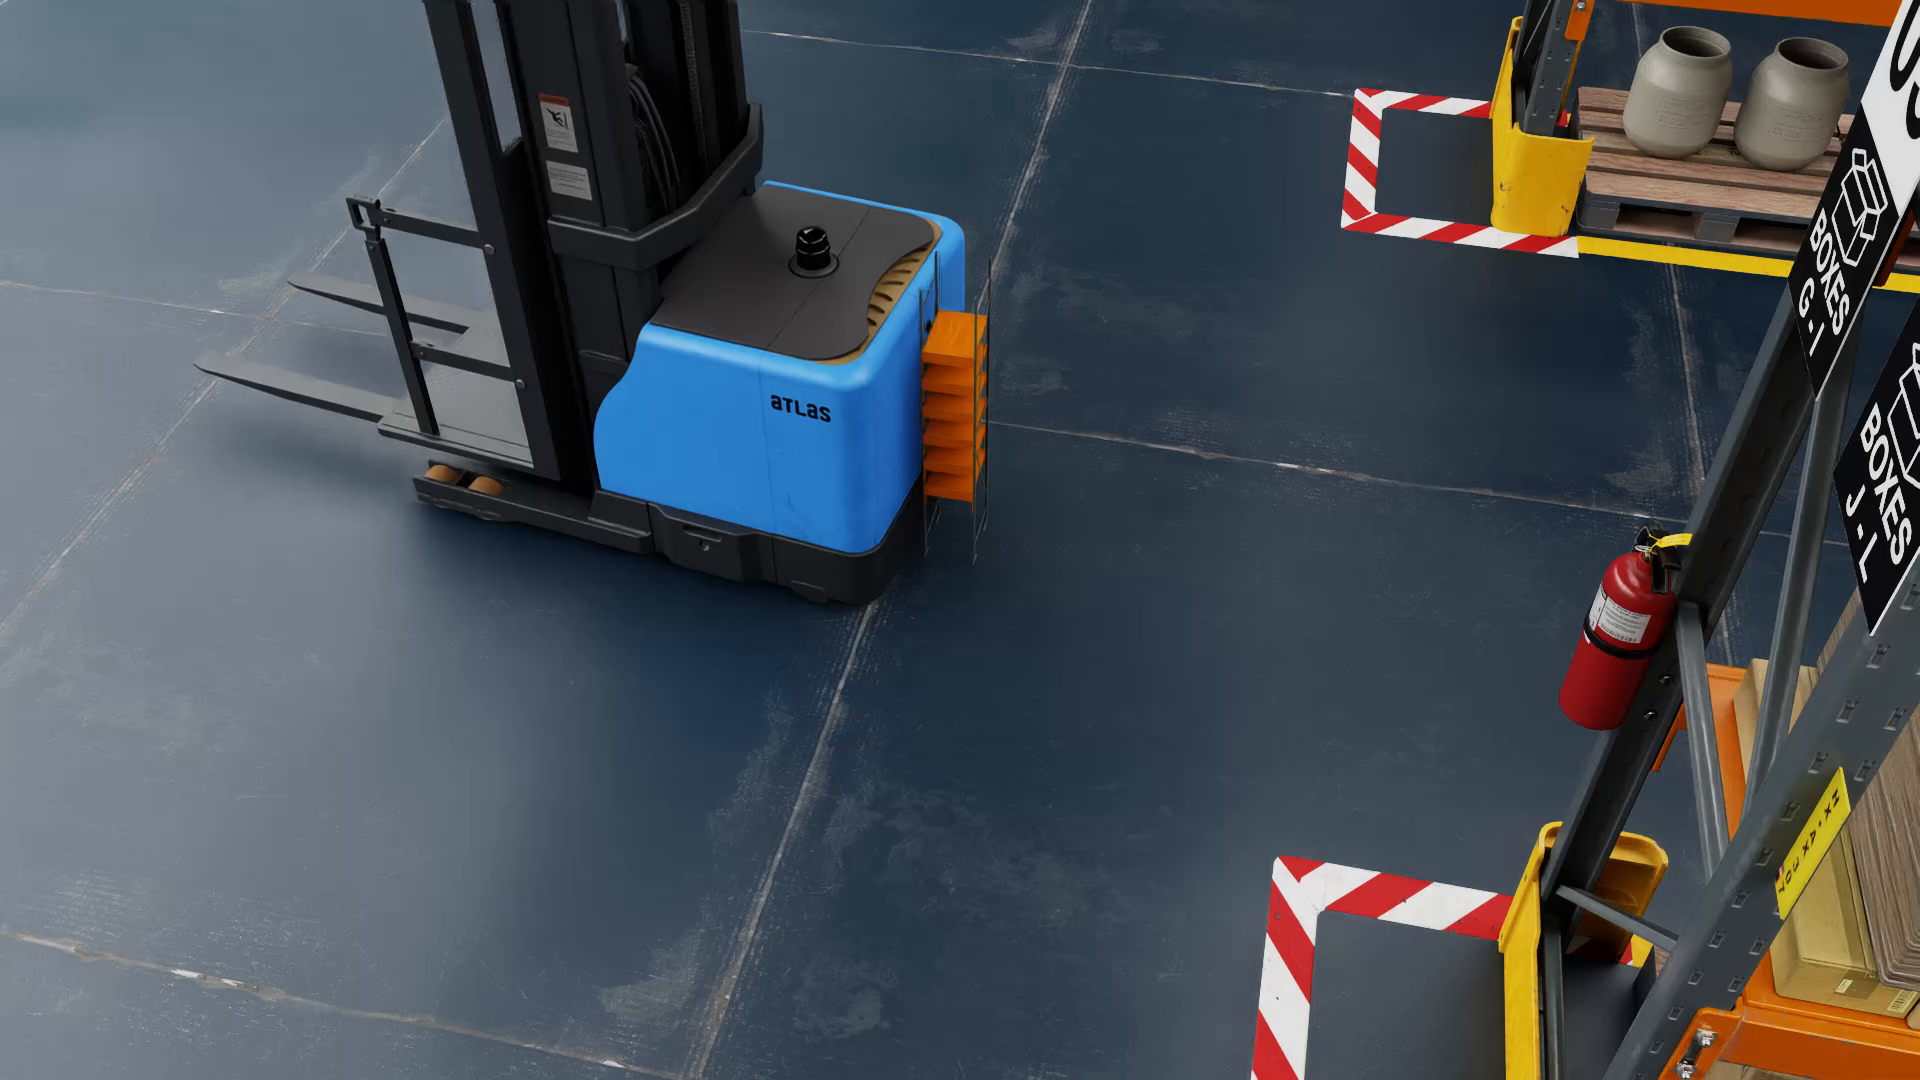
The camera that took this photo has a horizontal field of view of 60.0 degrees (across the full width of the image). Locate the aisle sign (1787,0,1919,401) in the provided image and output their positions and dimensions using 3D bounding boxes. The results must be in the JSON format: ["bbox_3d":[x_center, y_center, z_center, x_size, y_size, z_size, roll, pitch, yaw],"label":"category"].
[{"bbox_3d":[1.611,-0.672,2.910,0.004,0.787,0.394,9,45,9],"label":"aisle sign"}]

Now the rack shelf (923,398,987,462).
[{"bbox_3d":[-0.014,-0.402,5.867,0.180,0.103,0.258,9,45,9],"label":"rack shelf"}]

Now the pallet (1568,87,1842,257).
[{"bbox_3d":[3.564,-1.764,7.930,1.213,0.211,1.003,9,45,9],"label":"pallet"}]

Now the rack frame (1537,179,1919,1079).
[{"bbox_3d":[1.606,0.477,3.591,0.127,3.000,1.000,9,45,9],"label":"rack frame"}]

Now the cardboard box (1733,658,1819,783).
[{"bbox_3d":[1.929,0.471,3.778,0.250,0.149,0.380,9,45,9],"label":"cardboard box"}]

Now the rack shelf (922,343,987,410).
[{"bbox_3d":[-0.014,-0.575,5.701,0.180,0.103,0.258,9,45,9],"label":"rack shelf"}]

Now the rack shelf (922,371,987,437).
[{"bbox_3d":[-0.014,-0.489,5.784,0.180,0.103,0.258,9,45,9],"label":"rack shelf"}]

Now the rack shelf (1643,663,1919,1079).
[{"bbox_3d":[3.558,1.039,3.526,4.000,0.370,1.077,9,45,9],"label":"rack shelf"}]

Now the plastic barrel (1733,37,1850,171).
[{"bbox_3d":[3.836,-2.006,7.662,0.421,0.512,0.421,0,44,0],"label":"plastic barrel"}]

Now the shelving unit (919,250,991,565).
[{"bbox_3d":[-0.014,-0.434,5.836,0.189,1.200,0.258,9,45,9],"label":"shelving unit"}]

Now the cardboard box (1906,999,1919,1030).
[{"bbox_3d":[2.072,0.823,3.413,0.250,0.149,0.380,9,45,9],"label":"cardboard box"}]

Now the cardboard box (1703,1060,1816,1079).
[{"bbox_3d":[2.212,1.333,4.202,0.500,0.500,0.500,17,46,17],"label":"cardboard box"}]

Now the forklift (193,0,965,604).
[{"bbox_3d":[-1.541,-1.459,5.652,3.031,2.935,1.130,14,46,14],"label":"forklift"}]

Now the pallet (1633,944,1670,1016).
[{"bbox_3d":[2.465,1.640,4.393,1.213,0.211,1.003,9,45,9],"label":"pallet"}]

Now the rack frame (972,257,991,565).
[{"bbox_3d":[0.075,-0.421,5.822,0.006,1.200,0.240,9,45,9],"label":"rack frame"}]

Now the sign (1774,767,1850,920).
[{"bbox_3d":[1.488,0.533,2.909,0.005,0.325,0.100,9,45,9],"label":"sign"}]

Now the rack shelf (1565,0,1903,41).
[{"bbox_3d":[4.639,-2.313,7.008,4.000,0.370,1.077,9,45,9],"label":"rack shelf"}]

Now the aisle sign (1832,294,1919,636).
[{"bbox_3d":[1.480,-0.266,2.488,0.004,0.787,0.394,9,45,9],"label":"aisle sign"}]

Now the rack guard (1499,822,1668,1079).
[{"bbox_3d":[1.680,1.389,4.446,0.348,0.500,1.175,9,45,9],"label":"rack guard"}]

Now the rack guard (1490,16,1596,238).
[{"bbox_3d":[2.772,-1.994,7.961,0.348,0.500,1.175,9,45,9],"label":"rack guard"}]

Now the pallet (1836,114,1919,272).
[{"bbox_3d":[4.751,-1.577,7.737,1.213,0.211,1.003,9,45,9],"label":"pallet"}]

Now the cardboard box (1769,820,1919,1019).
[{"bbox_3d":[1.832,0.772,3.466,0.250,0.149,0.380,9,45,9],"label":"cardboard box"}]

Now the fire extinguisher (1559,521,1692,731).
[{"bbox_3d":[1.595,0.176,3.960,0.183,0.674,0.296,9,45,9],"label":"fire extinguisher"}]

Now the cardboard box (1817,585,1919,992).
[{"bbox_3d":[2.137,0.436,3.347,0.500,0.500,0.875,9,45,9],"label":"cardboard box"}]

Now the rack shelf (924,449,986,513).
[{"bbox_3d":[-0.014,-0.230,6.033,0.180,0.103,0.258,9,45,9],"label":"rack shelf"}]

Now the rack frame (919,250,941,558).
[{"bbox_3d":[-0.103,-0.448,5.851,0.006,1.200,0.240,9,45,9],"label":"rack frame"}]

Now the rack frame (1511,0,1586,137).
[{"bbox_3d":[2.688,-2.875,7.073,0.127,3.000,1.000,9,45,9],"label":"rack frame"}]

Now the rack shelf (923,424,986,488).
[{"bbox_3d":[-0.014,-0.316,5.950,0.180,0.103,0.258,9,45,9],"label":"rack shelf"}]

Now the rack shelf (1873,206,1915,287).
[{"bbox_3d":[3.558,-0.041,2.486,4.000,0.370,1.077,9,45,9],"label":"rack shelf"}]

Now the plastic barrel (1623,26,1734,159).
[{"bbox_3d":[3.347,-2.082,7.741,0.421,0.512,0.421,0,44,0],"label":"plastic barrel"}]

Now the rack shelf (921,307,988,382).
[{"bbox_3d":[-0.014,-0.662,5.617,0.180,0.103,0.258,9,45,9],"label":"rack shelf"}]
